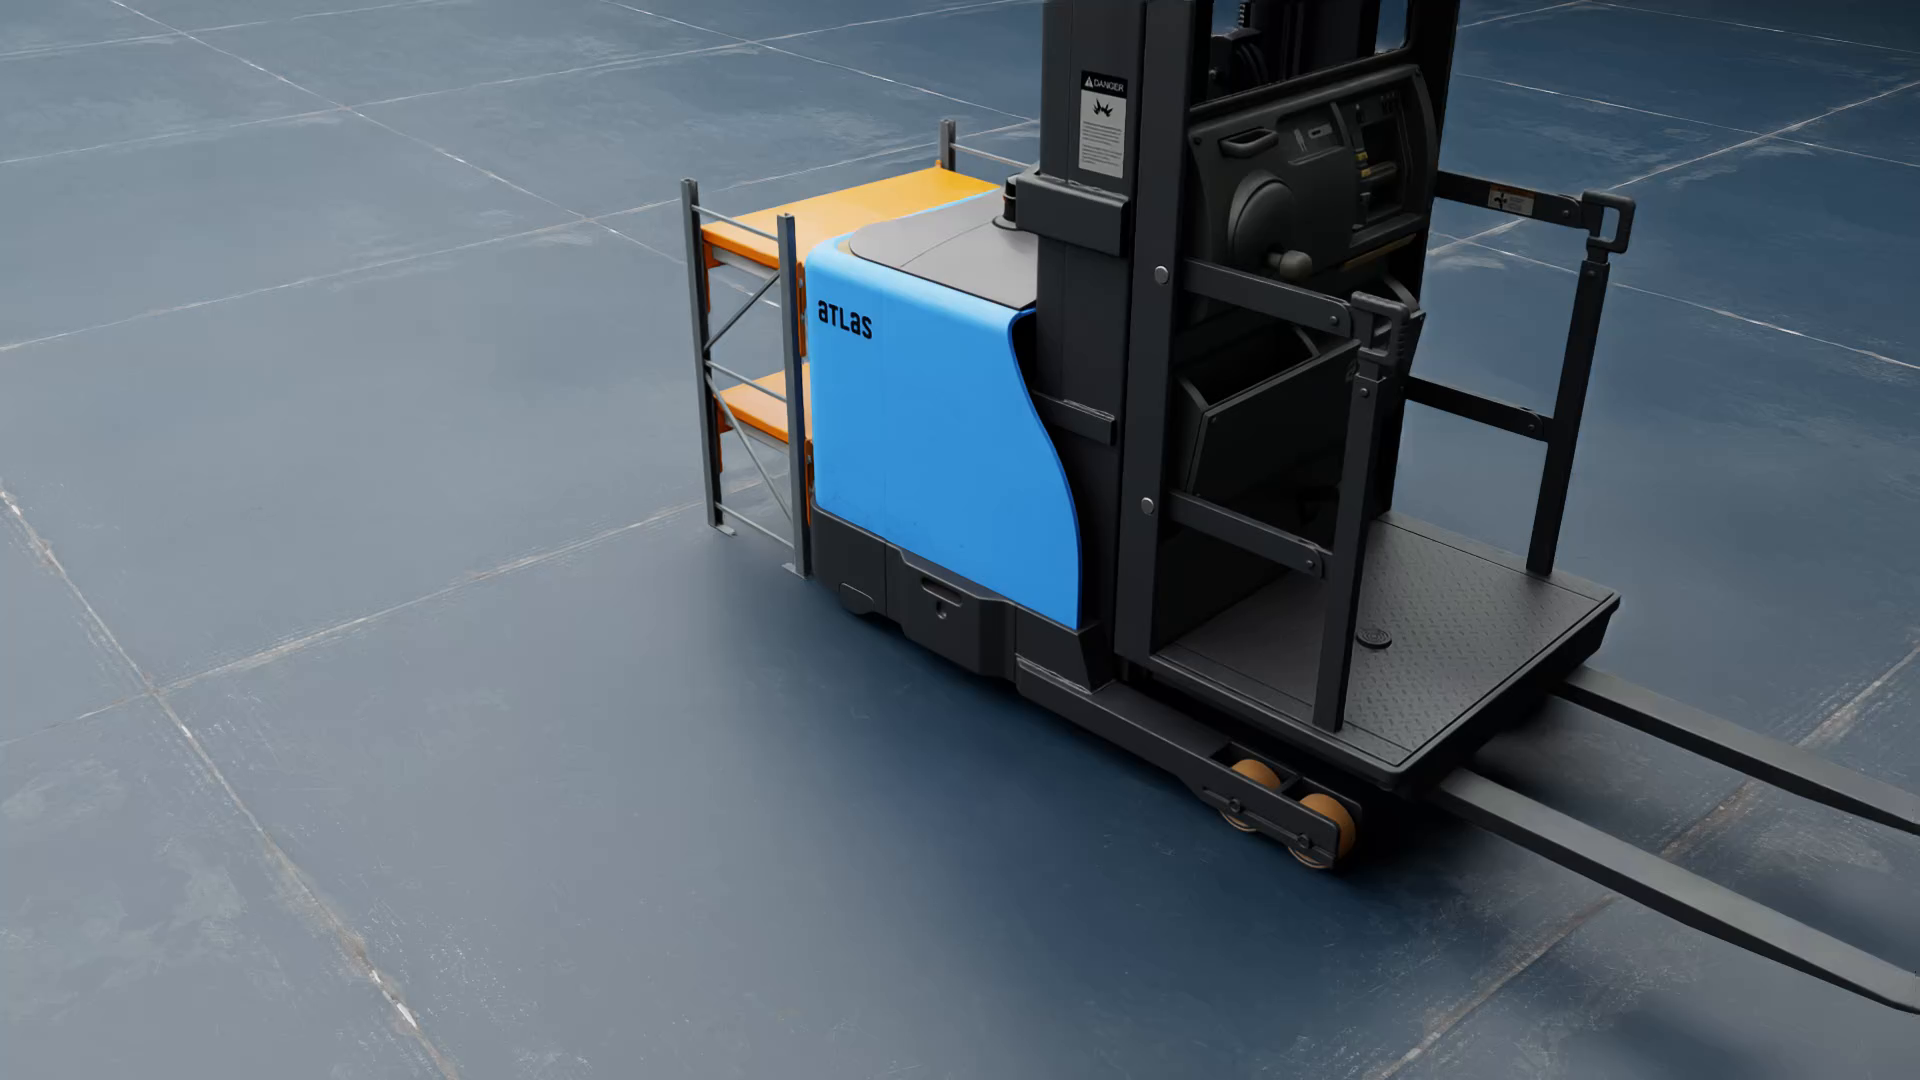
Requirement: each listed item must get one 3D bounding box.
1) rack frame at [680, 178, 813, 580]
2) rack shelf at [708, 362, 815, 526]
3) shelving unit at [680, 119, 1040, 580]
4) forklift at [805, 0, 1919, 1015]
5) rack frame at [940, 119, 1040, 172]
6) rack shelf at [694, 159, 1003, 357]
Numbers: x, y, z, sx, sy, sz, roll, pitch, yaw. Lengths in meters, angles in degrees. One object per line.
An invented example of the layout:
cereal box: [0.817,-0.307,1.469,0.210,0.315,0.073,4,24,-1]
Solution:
rack frame: [-0.629,-0.465,4.928,0.032,1.125,0.500,-24,36,-37]
rack shelf: [-0.257,-0.413,5.349,1.000,0.278,0.538,-24,36,-37]
shelving unit: [-0.257,-0.629,5.233,1.048,1.125,0.538,-24,36,-37]
forklift: [0.973,-0.814,3.664,3.031,2.935,1.130,25,37,38]
rack frame: [0.115,-0.792,5.539,0.032,1.125,0.500,-24,36,-37]
rack shelf: [-0.257,-0.887,5.095,1.000,0.278,0.538,-24,36,-37]
